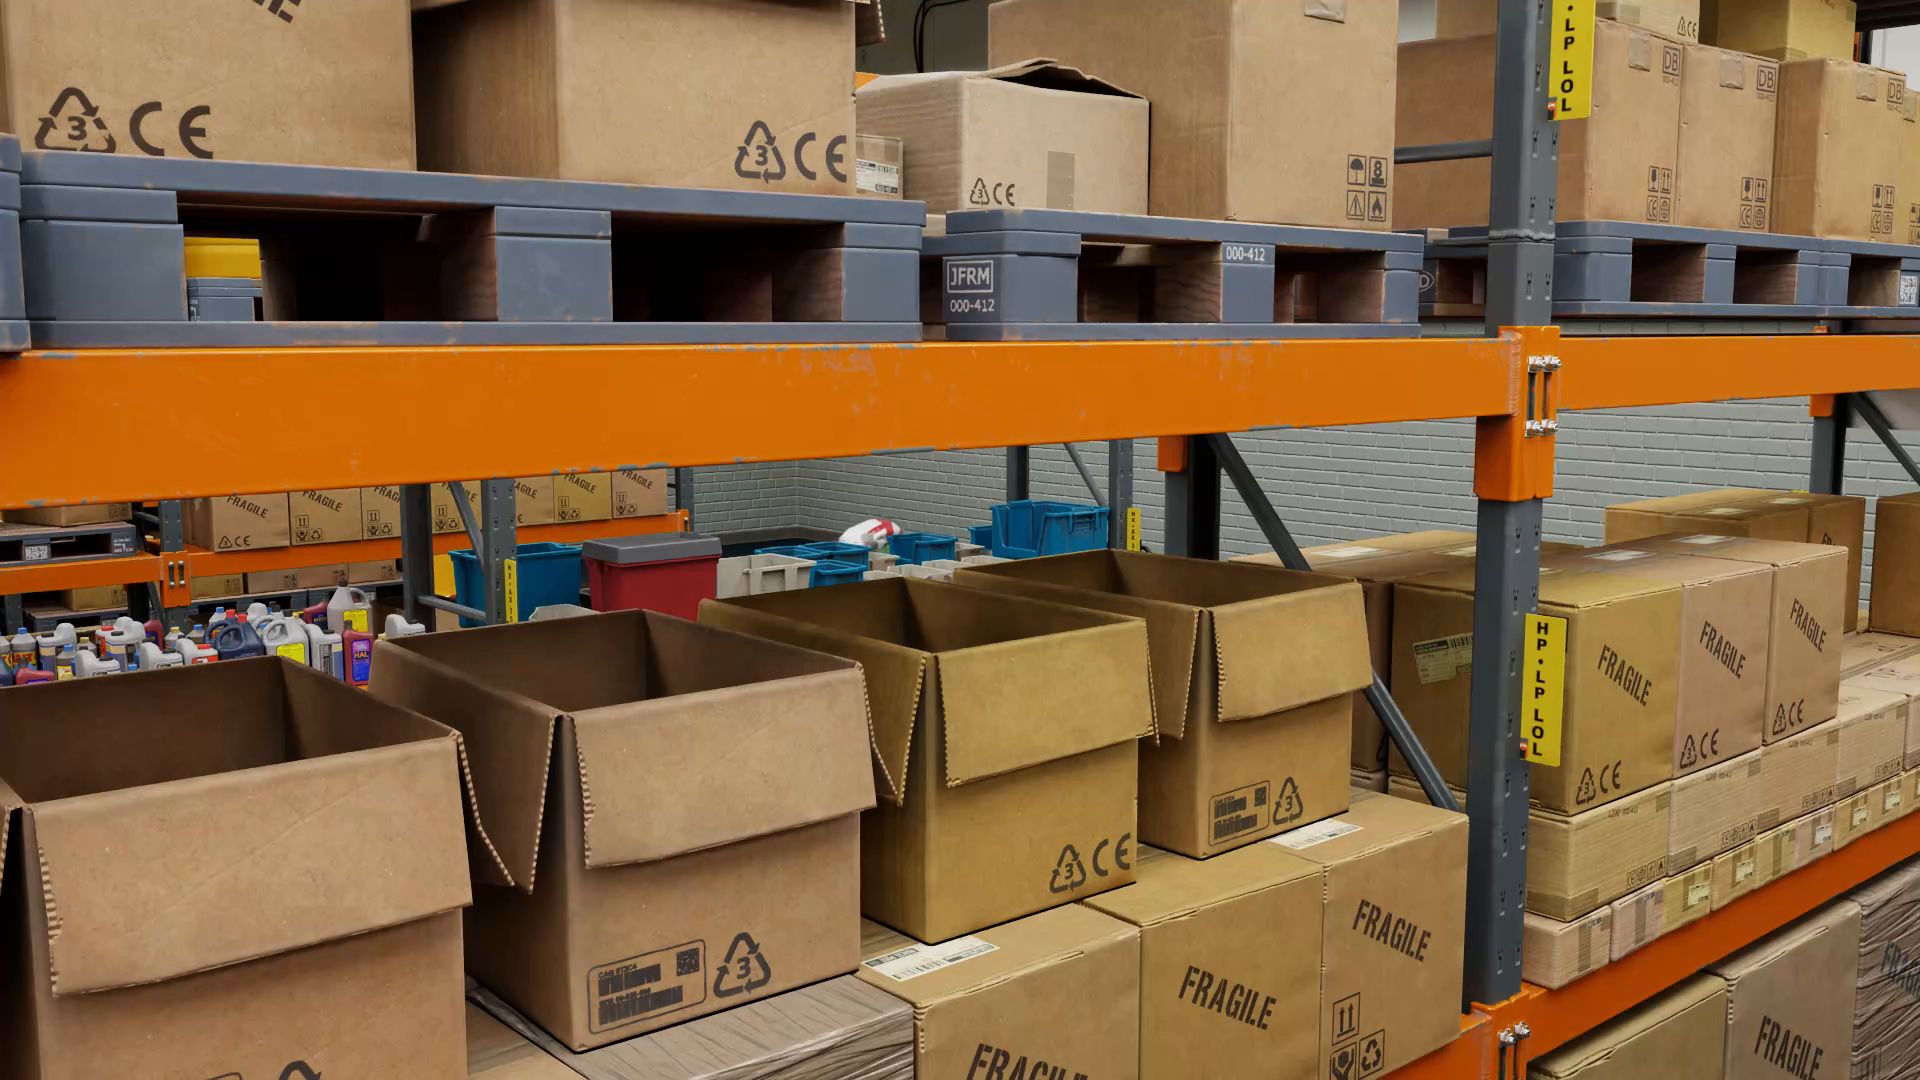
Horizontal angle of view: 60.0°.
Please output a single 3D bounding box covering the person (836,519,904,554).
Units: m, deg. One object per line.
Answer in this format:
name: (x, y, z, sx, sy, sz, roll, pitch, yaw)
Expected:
person: (-0.933, 0.348, 15.403, 0.957, 1.037, 0.522, -7, 10, -43)
